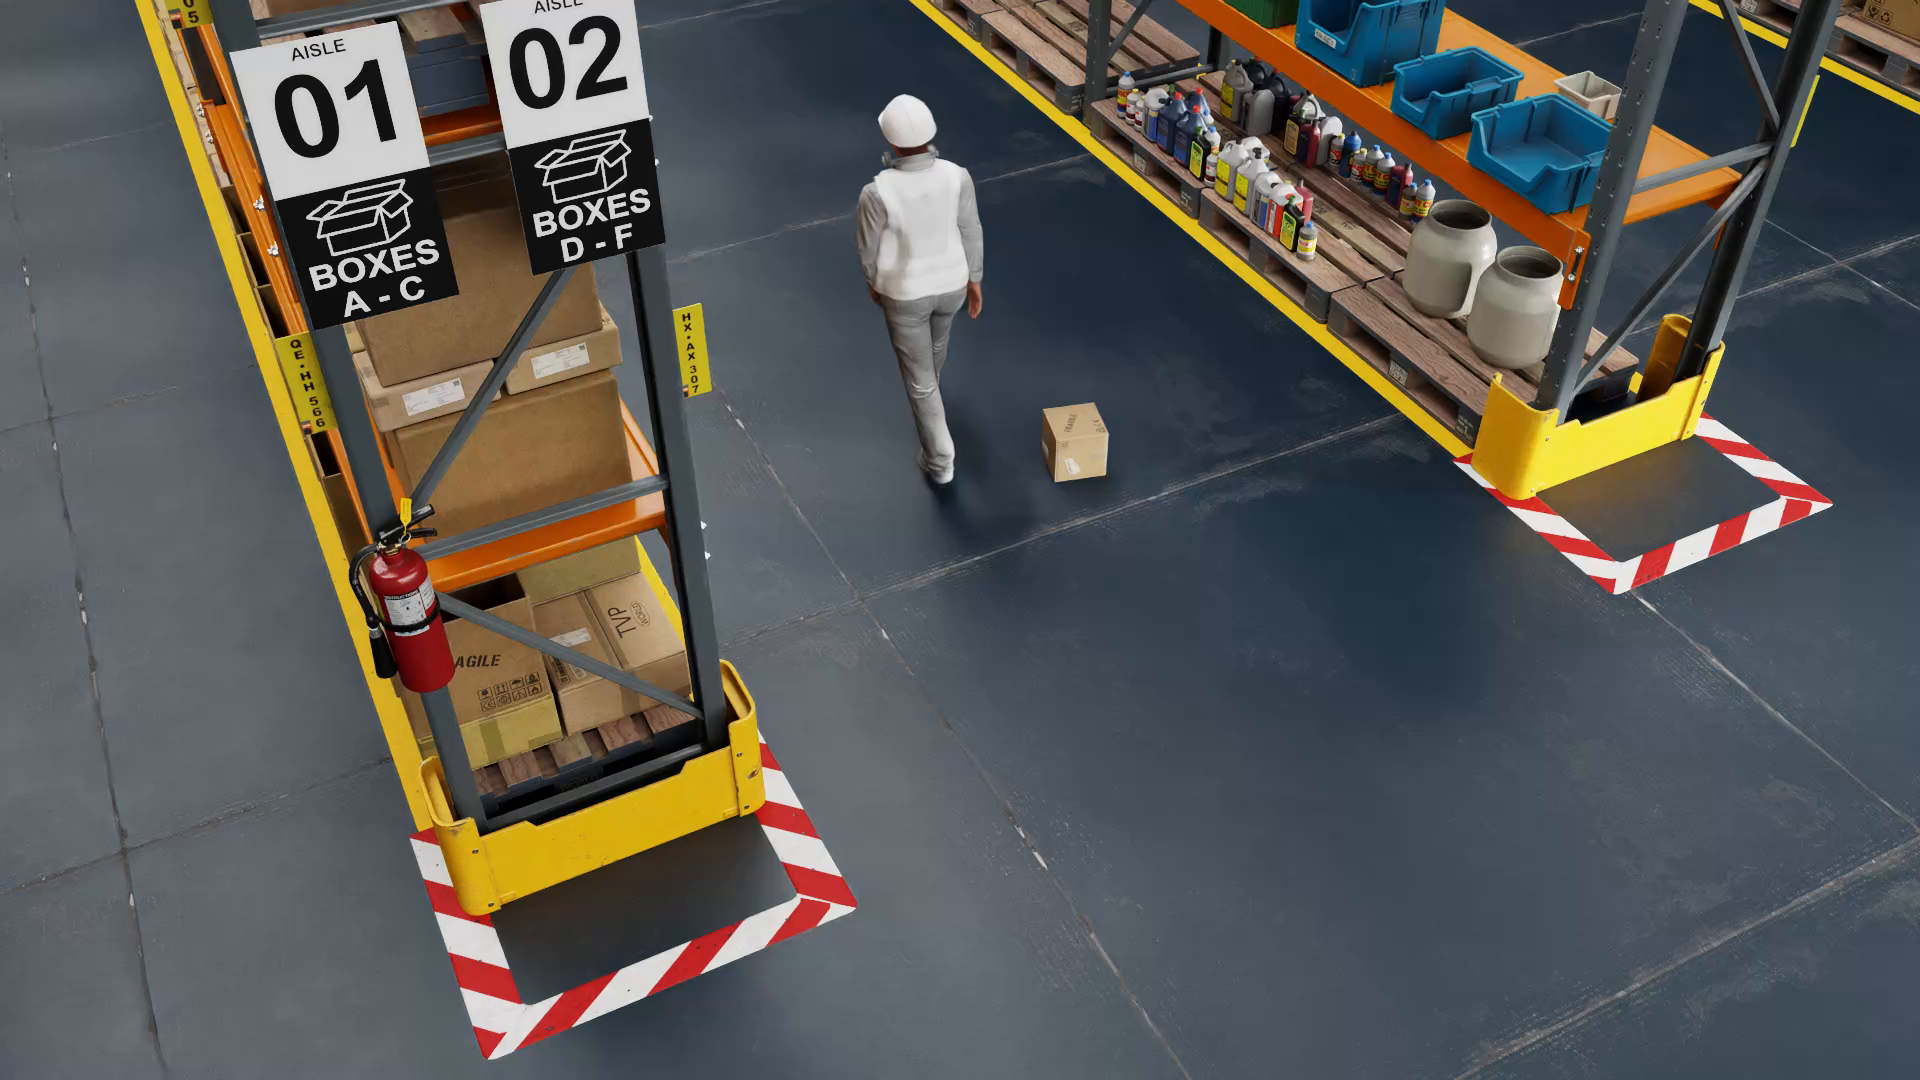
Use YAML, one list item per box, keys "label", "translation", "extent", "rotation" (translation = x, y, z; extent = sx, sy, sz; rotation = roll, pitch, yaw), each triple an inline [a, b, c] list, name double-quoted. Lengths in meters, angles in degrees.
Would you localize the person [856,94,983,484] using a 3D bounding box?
- label: "person"
  translation: [-0.193, -1.181, 7.488]
  extent: [0.549, 1.728, 1.003]
  rotation: [-16, 44, -18]
